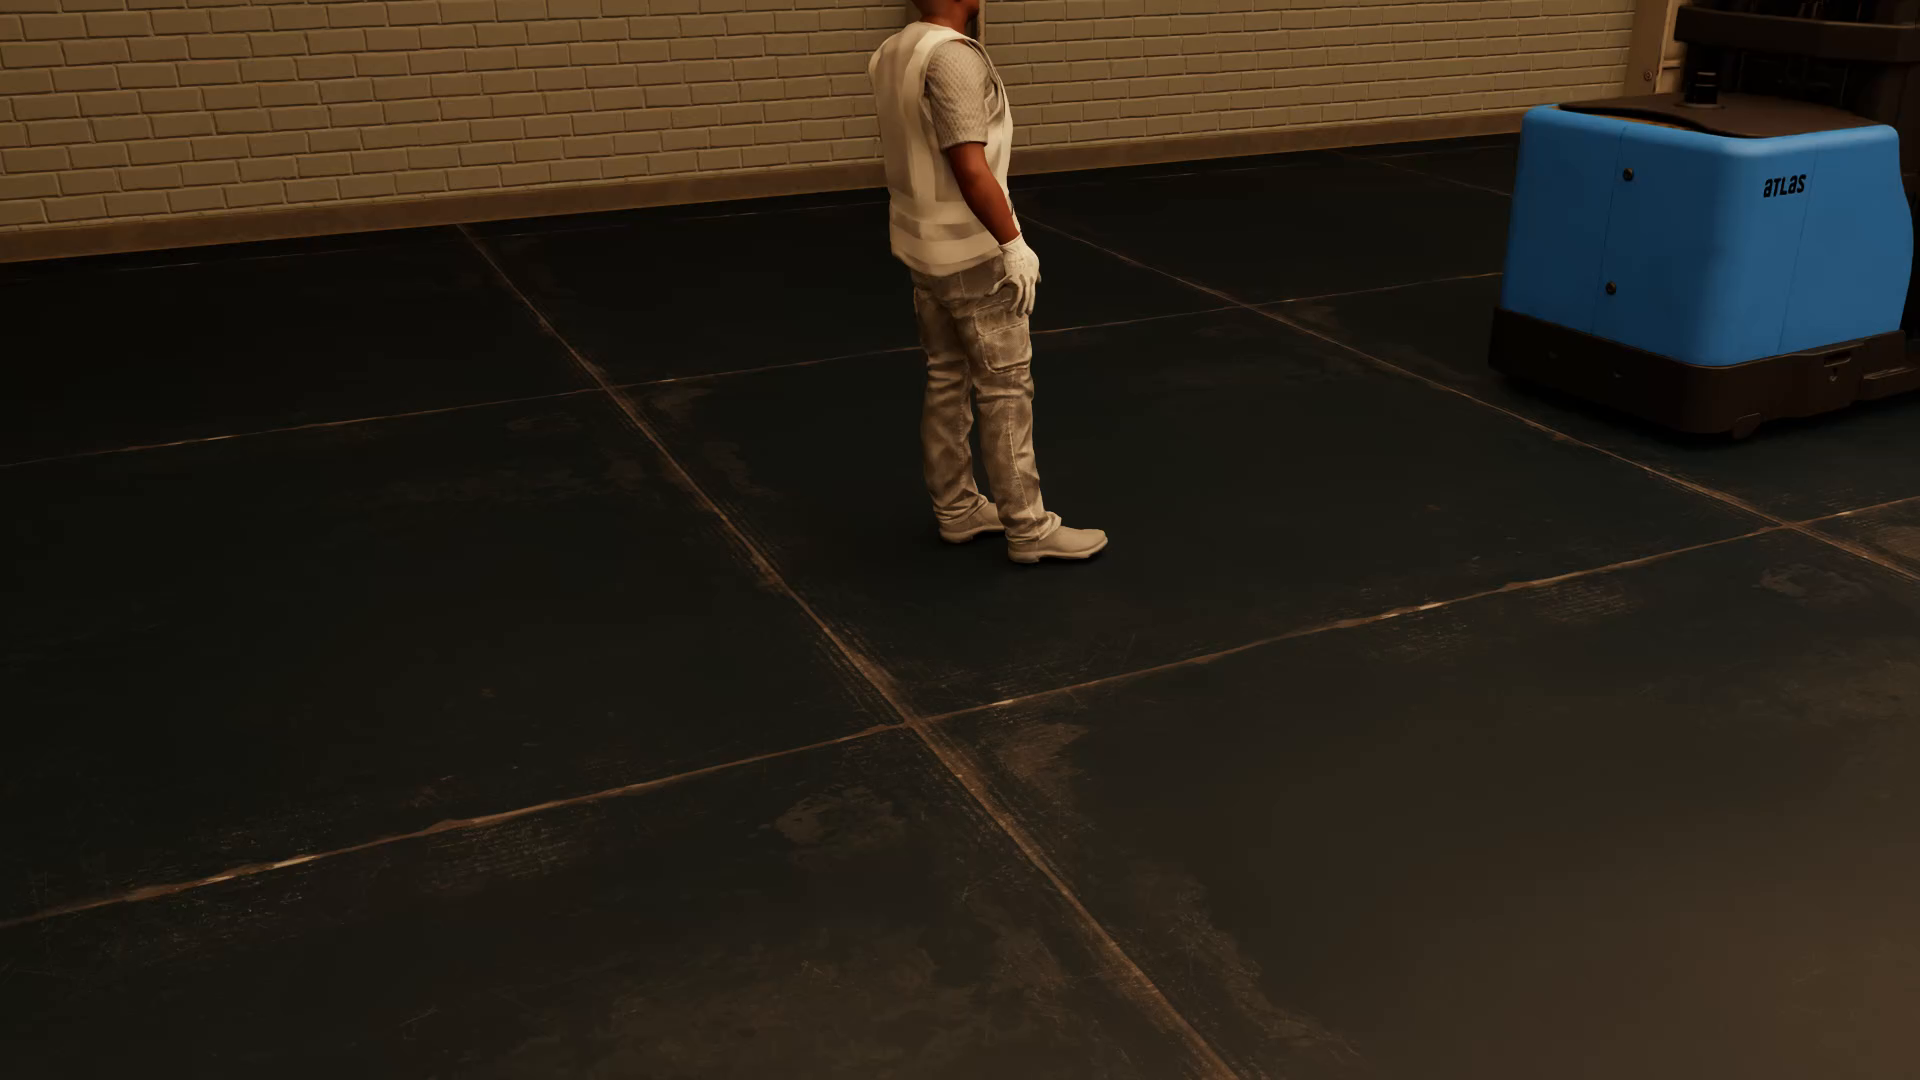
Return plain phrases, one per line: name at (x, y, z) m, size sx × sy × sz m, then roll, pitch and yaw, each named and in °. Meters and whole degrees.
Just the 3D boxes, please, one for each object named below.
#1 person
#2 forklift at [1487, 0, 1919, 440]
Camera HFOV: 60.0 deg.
person at (0.069, -0.839, 4.782) m, size 0.577 × 1.782 × 0.656 m, roll -10°, pitch 25°, yaw -23°
forklift at (3.631, -2.101, 6.344) m, size 3.031 × 2.935 × 1.130 m, roll -12°, pitch 25°, yaw -27°
